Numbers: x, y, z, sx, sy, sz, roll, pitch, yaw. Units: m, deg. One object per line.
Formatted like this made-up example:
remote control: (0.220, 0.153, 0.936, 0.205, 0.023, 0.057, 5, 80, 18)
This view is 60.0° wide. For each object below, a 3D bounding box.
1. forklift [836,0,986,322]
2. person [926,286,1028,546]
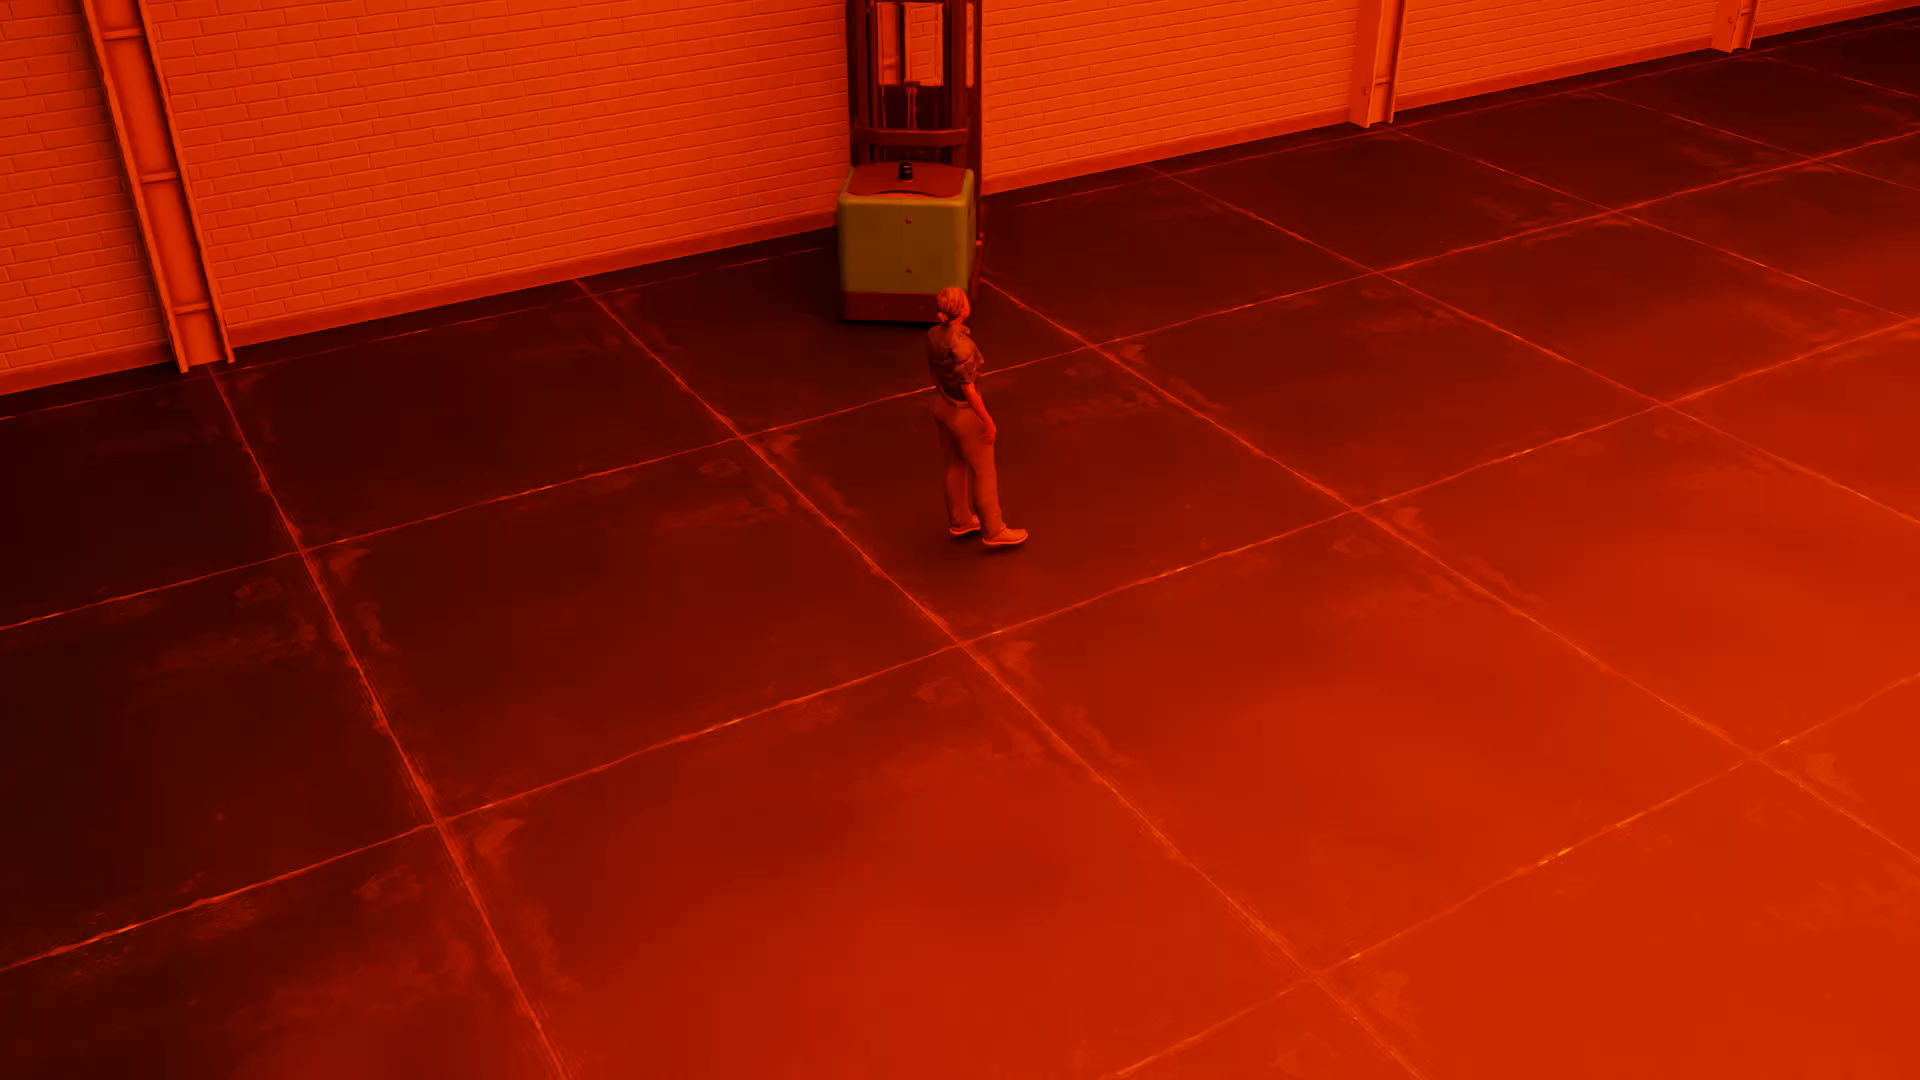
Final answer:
forklift: (-0.351, -3.717, 13.854, 1.130, 2.935, 3.031, 2, 31, 3)
person: (0.085, -0.764, 10.075, 0.504, 1.654, 0.569, -17, 35, -26)
